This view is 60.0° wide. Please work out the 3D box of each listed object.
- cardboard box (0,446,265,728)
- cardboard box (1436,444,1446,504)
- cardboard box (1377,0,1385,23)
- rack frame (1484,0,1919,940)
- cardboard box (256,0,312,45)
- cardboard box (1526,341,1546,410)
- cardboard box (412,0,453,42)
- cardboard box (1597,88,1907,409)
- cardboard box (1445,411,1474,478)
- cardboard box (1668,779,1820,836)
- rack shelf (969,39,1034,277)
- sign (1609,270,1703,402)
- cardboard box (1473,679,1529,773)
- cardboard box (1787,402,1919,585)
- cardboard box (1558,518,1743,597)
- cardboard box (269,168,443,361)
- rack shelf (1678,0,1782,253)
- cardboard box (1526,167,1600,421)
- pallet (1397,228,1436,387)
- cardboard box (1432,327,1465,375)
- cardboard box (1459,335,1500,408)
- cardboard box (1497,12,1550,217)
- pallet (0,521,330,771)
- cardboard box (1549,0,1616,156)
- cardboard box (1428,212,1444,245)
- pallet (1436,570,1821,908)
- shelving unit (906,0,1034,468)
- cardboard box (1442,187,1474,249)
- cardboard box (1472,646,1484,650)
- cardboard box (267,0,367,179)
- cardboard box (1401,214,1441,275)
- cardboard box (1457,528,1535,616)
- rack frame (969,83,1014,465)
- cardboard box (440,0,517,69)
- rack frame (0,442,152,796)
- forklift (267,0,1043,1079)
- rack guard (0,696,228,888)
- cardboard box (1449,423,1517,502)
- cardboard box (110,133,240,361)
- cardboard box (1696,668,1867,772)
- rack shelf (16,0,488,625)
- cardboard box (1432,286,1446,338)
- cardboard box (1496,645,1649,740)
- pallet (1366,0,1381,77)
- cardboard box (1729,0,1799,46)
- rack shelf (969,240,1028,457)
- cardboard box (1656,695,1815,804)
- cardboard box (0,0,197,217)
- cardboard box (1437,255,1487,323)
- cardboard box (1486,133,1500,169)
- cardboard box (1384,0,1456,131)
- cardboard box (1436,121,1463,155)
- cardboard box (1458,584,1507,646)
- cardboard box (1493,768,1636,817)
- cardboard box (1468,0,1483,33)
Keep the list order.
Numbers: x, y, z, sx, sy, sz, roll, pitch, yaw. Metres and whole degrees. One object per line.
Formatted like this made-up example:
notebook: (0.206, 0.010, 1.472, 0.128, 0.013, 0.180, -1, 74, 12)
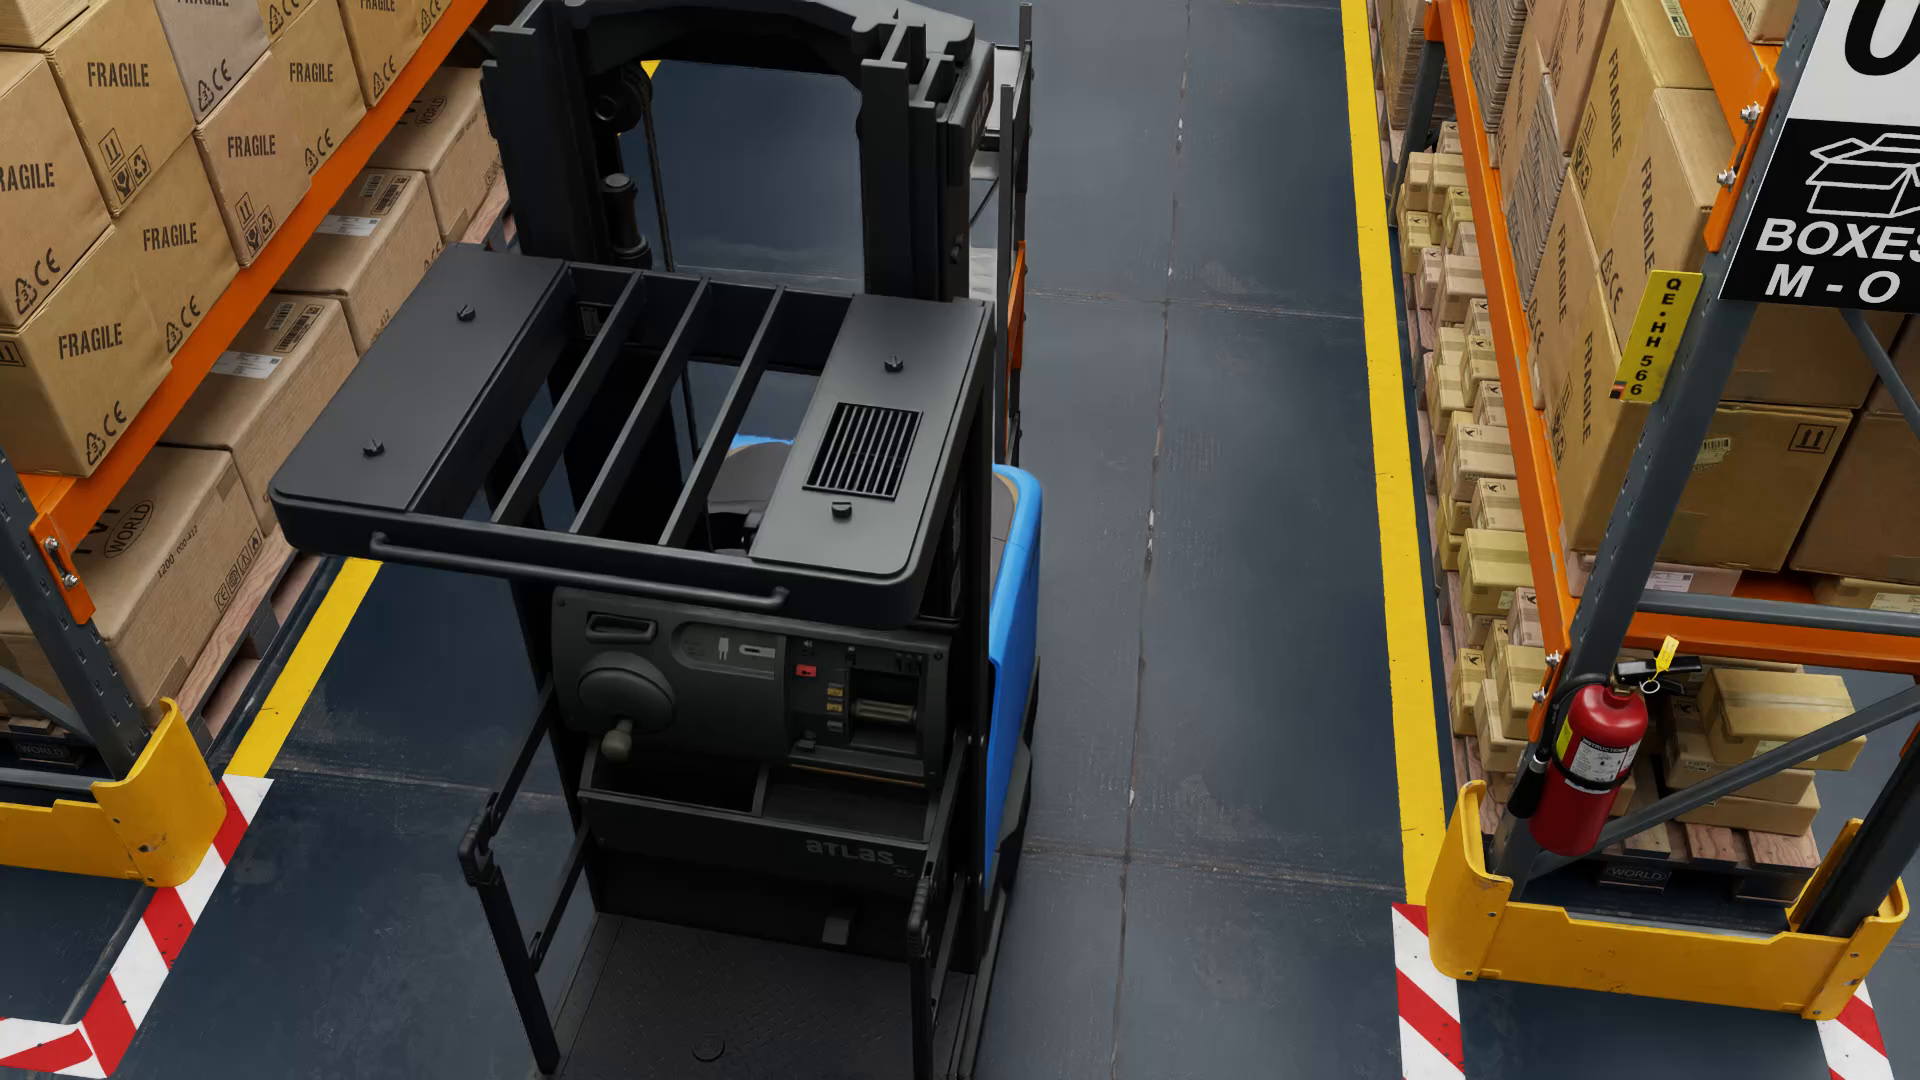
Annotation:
cardboard box: (-2.949, 0.120, 5.500, 0.875, 0.438, 0.875, 4, 44, 4)
cardboard box: (1.947, -0.203, 6.051, 0.380, 0.149, 0.250, 6, 44, 6)
cardboard box: (2.500, -3.015, 8.765, 0.500, 0.500, 0.500, 4, 44, 5)
rack frame: (1.983, 0.182, 3.876, 1.000, 3.000, 0.127, 5, 44, 6)
cardboard box: (-2.404, -1.944, 5.321, 0.500, 0.500, 0.500, 5, 44, 6)
cardboard box: (1.845, -0.489, 4.767, 0.380, 0.149, 0.250, 6, 44, 7)
cardboard box: (-2.279, -2.271, 6.394, 0.500, 0.500, 0.500, 4, 44, 4)
cardboard box: (1.797, -0.660, 3.749, 0.500, 0.500, 0.500, 4, 44, 5)
cardboard box: (1.945, -0.310, 5.948, 0.380, 0.149, 0.250, 7, 44, 8)
cardboard box: (2.370, 0.737, 5.058, 0.380, 0.149, 0.250, 6, 44, 6)
rack shelf: (-0.022, -1.148, 4.937, 0.431, 0.518, 0.480, 5, 44, 6)
sign: (1.435, -0.417, 3.437, 0.100, 0.325, 0.005, 5, 44, 6)
cardboard box: (1.770, 0.571, 5.017, 0.380, 0.149, 0.250, 4, 44, 4)
cardboard box: (2.316, -0.243, 4.036, 0.500, 0.500, 0.500, 7, 44, 7)
cardboard box: (1.746, 0.026, 4.224, 0.380, 0.149, 0.250, 5, 44, 6)
cardboard box: (-2.715, -1.119, 6.808, 0.875, 0.438, 0.875, 4, 44, 4)
rack shelf: (2.247, -2.009, 4.531, 1.077, 0.370, 4.000, 5, 44, 6)
cardboard box: (1.860, -0.642, 4.458, 0.500, 0.500, 0.500, 5, 44, 5)
pallet: (2.458, -1.070, 7.227, 1.003, 0.211, 1.213, 5, 44, 6)
cardboard box: (2.011, -0.666, 6.323, 0.380, 0.149, 0.250, 5, 44, 5)
cardboard box: (2.029, -0.598, 6.036, 0.380, 0.149, 0.250, 5, 44, 6)
cardboard box: (1.994, -1.328, 5.181, 0.500, 0.500, 0.500, 7, 44, 8)
pallet: (-2.909, 0.262, 5.820, 1.003, 0.211, 1.213, 5, 44, 6)
cardboard box: (1.924, -1.360, 4.489, 0.500, 0.500, 0.500, 7, 44, 8)
cardboard box: (2.202, -1.371, 7.068, 0.380, 0.149, 0.250, 6, 44, 6)
pallet: (2.135, 0.593, 5.471, 1.003, 0.211, 1.213, 5, 44, 6)
shelving unit: (-0.022, -0.650, 5.409, 0.431, 2.100, 0.503, 5, 44, 6)
cardboard box: (2.181, -1.302, 6.779, 0.380, 0.149, 0.250, 5, 44, 5)
cardboard box: (1.900, 0.331, 5.487, 0.380, 0.149, 0.250, 5, 44, 5)
cardboard box: (-2.415, -1.571, 5.655, 0.500, 0.500, 0.500, 7, 44, 7)
cardboard box: (2.110, -1.261, 7.168, 0.380, 0.149, 0.250, 6, 44, 7)
cardboard box: (1.800, 0.111, 5.286, 0.380, 0.149, 0.250, 4, 44, 5)
rack frame: (-0.054, -0.483, 5.233, 0.400, 2.100, 0.015, 5, 44, 6)
cardboard box: (-2.406, -2.736, 8.197, 0.875, 0.875, 0.875, 6, 44, 7)
rack frame: (-2.937, -0.199, 4.278, 1.000, 3.000, 0.127, 5, 44, 6)
forklift: (-0.524, 0.437, 3.657, 1.130, 2.935, 3.031, 7, 44, 8)
rack guard: (-2.940, 0.725, 5.121, 1.175, 0.500, 0.348, 5, 44, 6)
cardboard box: (1.878, -0.248, 5.665, 0.380, 0.149, 0.250, 7, 44, 7)
cardboard box: (-2.550, -0.883, 4.929, 0.500, 0.500, 0.500, 5, 44, 5)
cardboard box: (2.389, 0.523, 4.852, 0.380, 0.149, 0.250, 3, 44, 4)
rack shelf: (-2.673, -1.301, 5.965, 1.077, 0.370, 4.000, 5, 44, 6)
cardboard box: (2.145, -0.909, 6.797, 0.380, 0.149, 0.250, 4, 44, 5)
cardboard box: (1.802, 0.465, 4.913, 0.380, 0.149, 0.250, 6, 44, 6)
pallet: (2.772, -2.896, 9.155, 1.003, 0.211, 1.213, 5, 44, 6)
cardboard box: (1.781, -1.187, 3.249, 0.500, 0.250, 0.500, 4, 44, 5)
rack shelf: (-0.022, -0.640, 5.418, 0.431, 0.518, 0.480, 5, 44, 6)
cardboard box: (2.307, 0.623, 4.962, 0.380, 0.149, 0.250, 7, 44, 7)
cardboard box: (-2.530, -1.252, 4.591, 0.500, 0.500, 0.500, 4, 44, 4)
cardboard box: (2.055, -0.956, 6.414, 0.380, 0.149, 0.250, 6, 44, 6)
cardboard box: (2.024, -1.387, 5.716, 0.380, 0.149, 0.250, 7, 44, 7)
cardboard box: (2.360, -2.316, 8.027, 0.500, 0.500, 0.500, 4, 44, 5)
cardboard box: (2.261, -1.661, 7.158, 0.380, 0.149, 0.250, 7, 44, 7)
cardboard box: (1.837, 0.217, 5.391, 0.380, 0.149, 0.250, 4, 44, 4)
cardboard box: (1.846, 0.687, 5.111, 0.380, 0.149, 0.250, 6, 44, 6)
cardboard box: (2.138, -2.036, 5.929, 0.500, 0.500, 0.500, 5, 44, 5)
